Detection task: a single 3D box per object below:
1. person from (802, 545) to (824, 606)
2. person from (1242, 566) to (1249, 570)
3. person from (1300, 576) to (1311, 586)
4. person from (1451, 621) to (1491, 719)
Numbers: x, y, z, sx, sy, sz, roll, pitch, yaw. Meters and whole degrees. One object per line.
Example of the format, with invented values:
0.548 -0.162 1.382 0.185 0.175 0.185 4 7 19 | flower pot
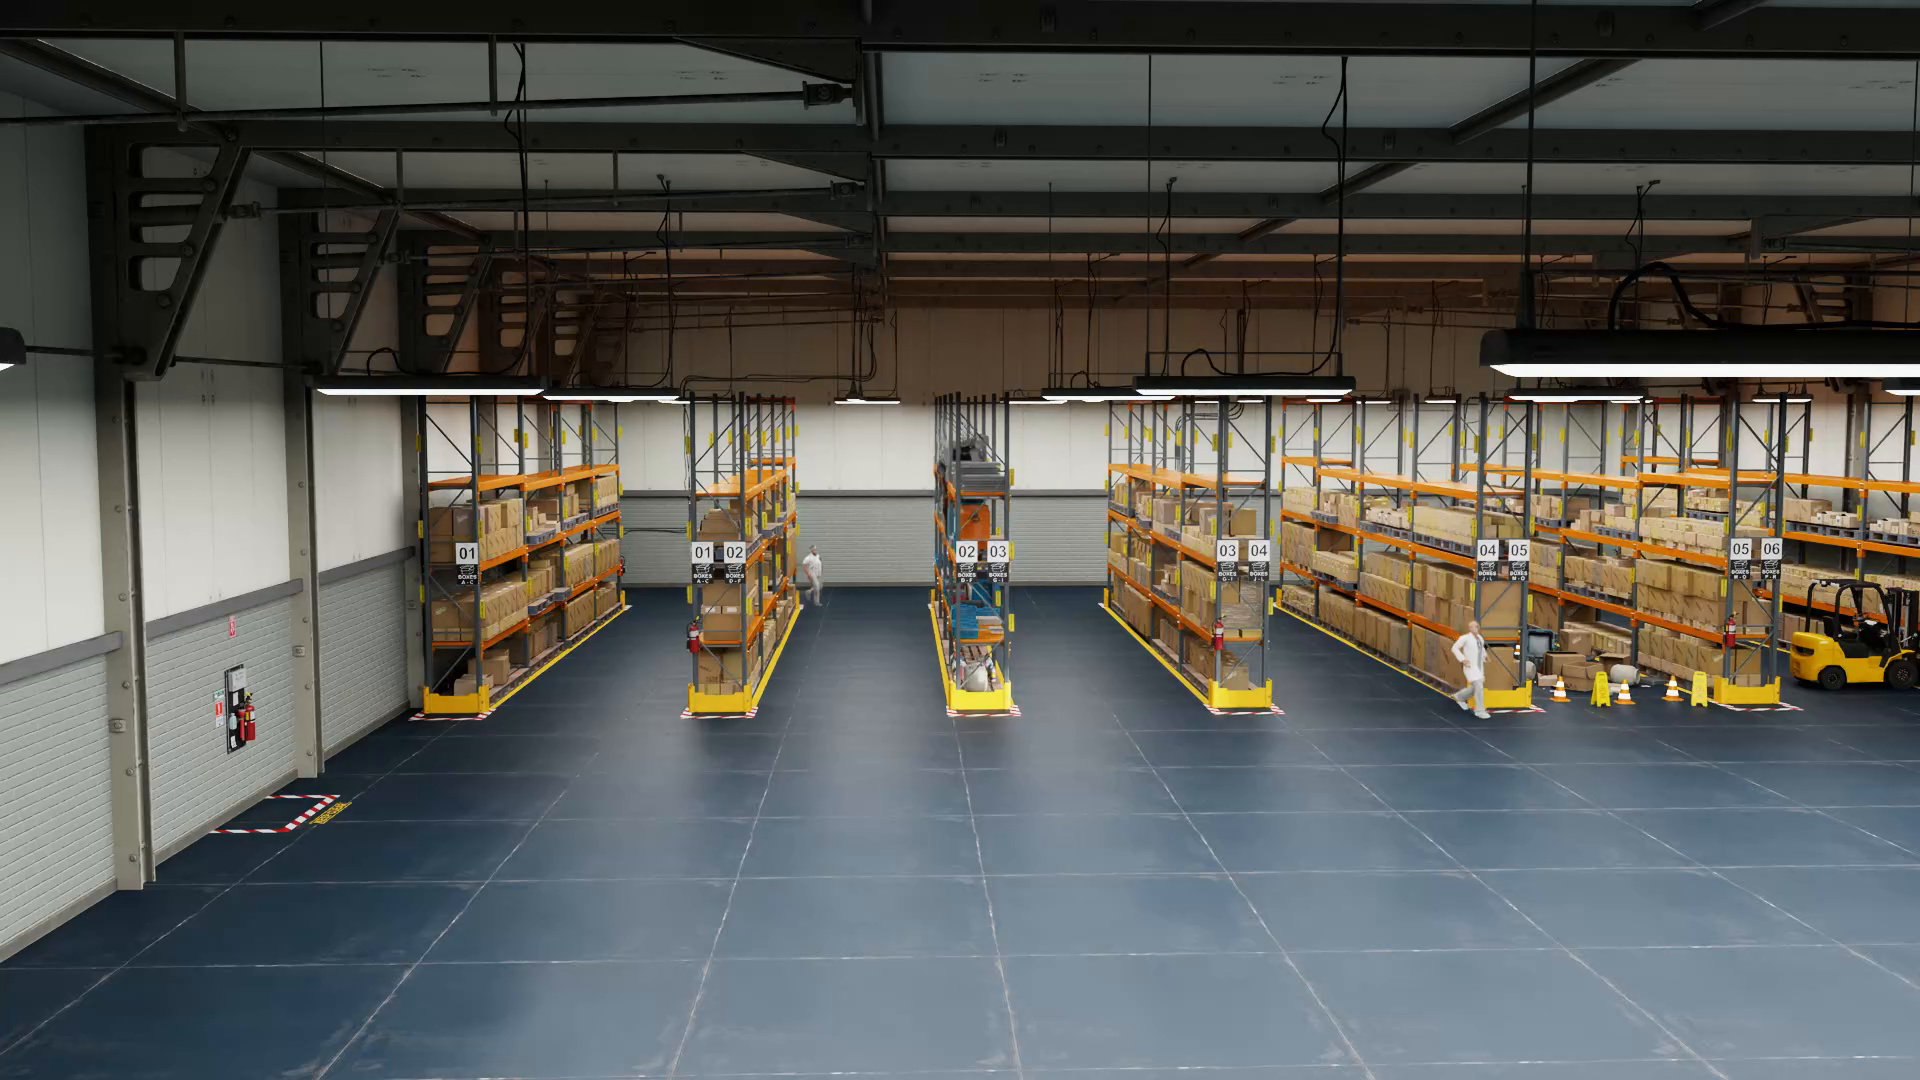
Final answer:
-4.220 1.018 48.051 0.665 1.747 0.702 3 5 33 | person
7.974 1.208 46.301 0.635 1.653 0.882 0 5 0 | person
10.305 0.959 49.054 0.563 1.684 0.704 4 6 40 | person
9.480 2.379 30.805 0.735 1.758 0.922 -3 6 -34 | person
